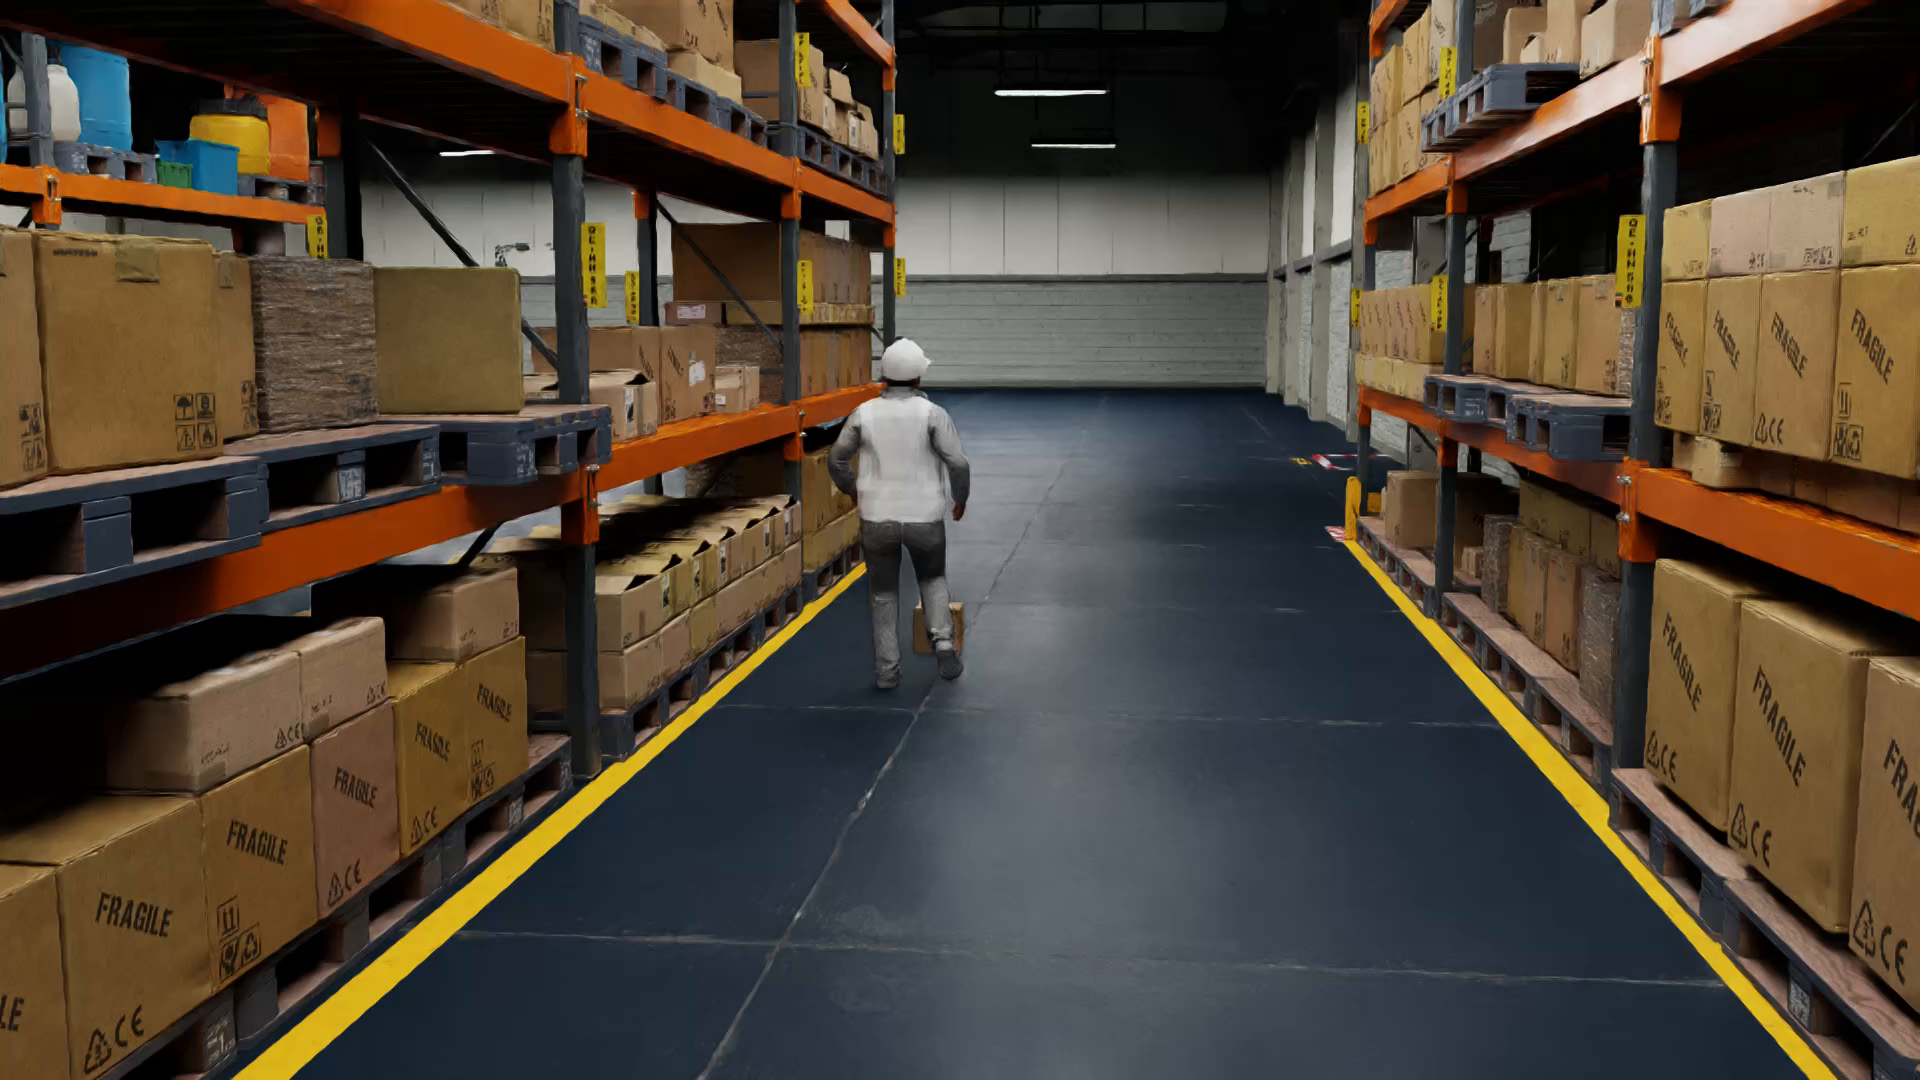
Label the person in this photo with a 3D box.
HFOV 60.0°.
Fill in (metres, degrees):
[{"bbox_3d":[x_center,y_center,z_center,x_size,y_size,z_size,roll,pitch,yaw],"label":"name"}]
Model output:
[{"bbox_3d":[-0.307,-0.128,8.305,0.702,1.744,0.507,0,8,-1],"label":"person"}]
